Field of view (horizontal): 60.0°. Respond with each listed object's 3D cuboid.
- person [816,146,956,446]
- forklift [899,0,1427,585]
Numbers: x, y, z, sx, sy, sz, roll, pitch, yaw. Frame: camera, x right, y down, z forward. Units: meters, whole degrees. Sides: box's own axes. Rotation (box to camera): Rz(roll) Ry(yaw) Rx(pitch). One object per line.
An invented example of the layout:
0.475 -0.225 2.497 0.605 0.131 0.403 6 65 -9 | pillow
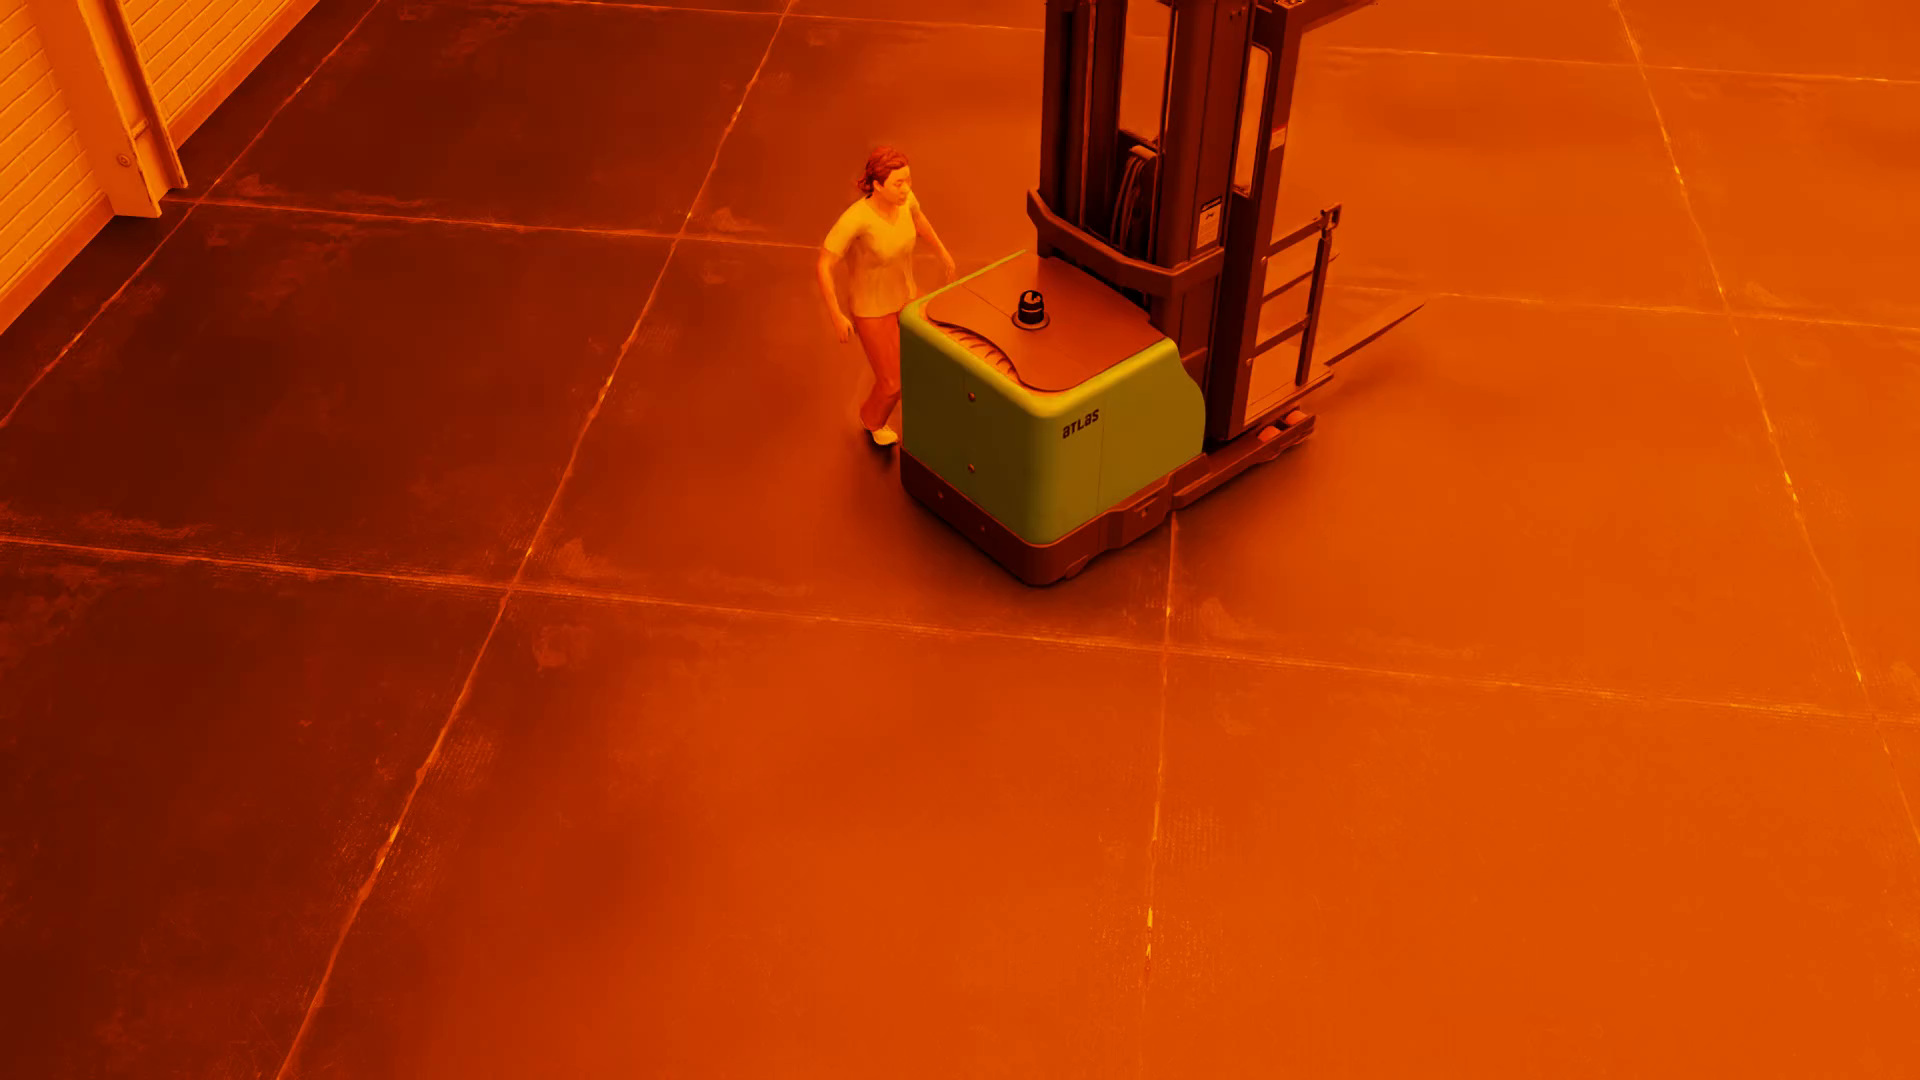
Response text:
-0.271 -1.094 7.904 0.533 1.623 0.800 33 52 31 | person
1.159 -1.725 7.602 3.031 2.935 1.130 -30 50 -29 | forklift
